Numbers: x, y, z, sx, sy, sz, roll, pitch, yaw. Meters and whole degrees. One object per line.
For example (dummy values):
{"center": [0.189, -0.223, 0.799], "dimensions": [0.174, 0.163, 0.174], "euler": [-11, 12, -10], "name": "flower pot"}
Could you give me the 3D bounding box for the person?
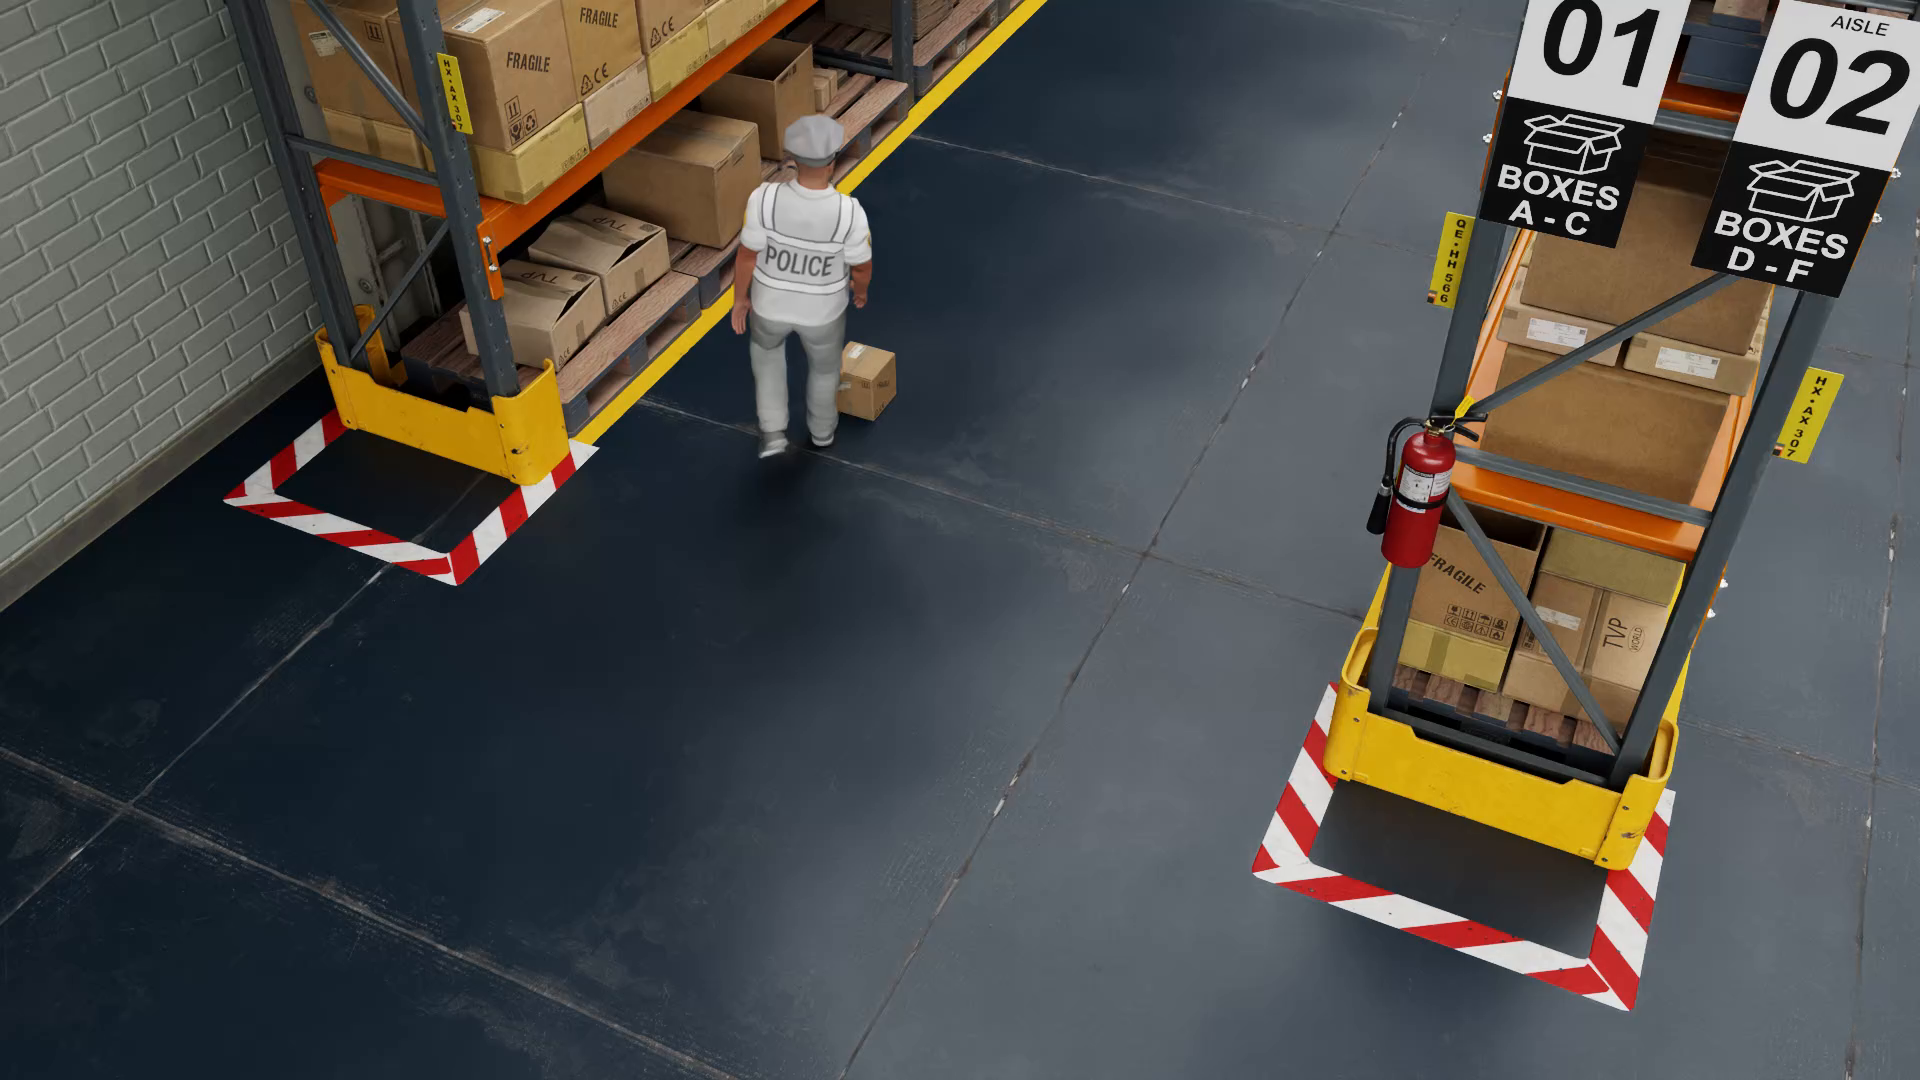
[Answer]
{"center": [-0.675, -1.104, 7.376], "dimensions": [0.627, 1.758, 0.608], "euler": [4, 42, 5], "name": "person"}
